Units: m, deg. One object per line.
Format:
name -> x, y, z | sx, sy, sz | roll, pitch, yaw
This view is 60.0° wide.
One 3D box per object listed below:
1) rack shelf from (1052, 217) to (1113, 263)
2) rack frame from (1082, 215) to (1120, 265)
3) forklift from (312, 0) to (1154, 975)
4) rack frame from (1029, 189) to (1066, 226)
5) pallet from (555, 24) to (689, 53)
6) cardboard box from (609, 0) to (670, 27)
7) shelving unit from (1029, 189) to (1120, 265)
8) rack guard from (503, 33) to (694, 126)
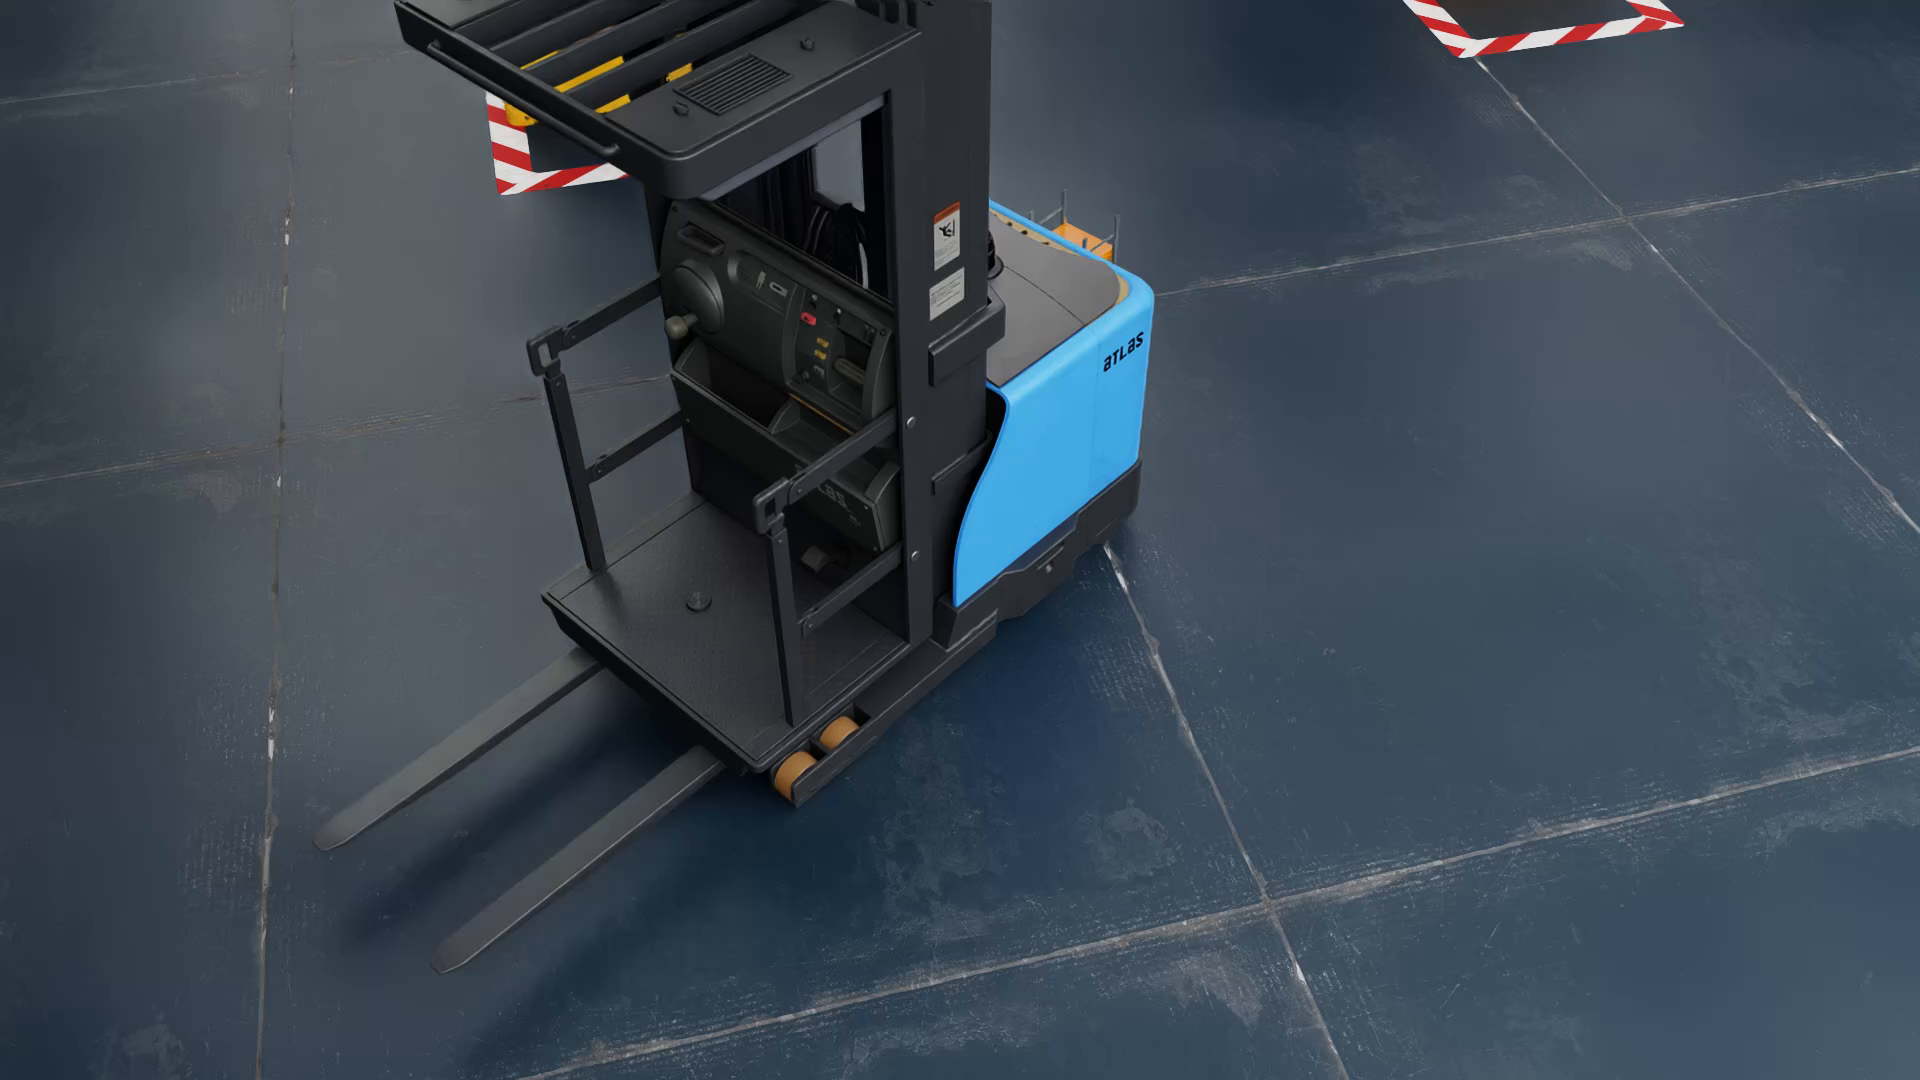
rack shelf -> 0.408, -0.984, 6.097 | 0.240, 0.259, 0.215 | 33, 54, 28
rack frame -> 0.499, -0.735, 6.235 | 0.008, 1.050, 0.200 | 33, 54, 28
forklift -> -0.696, -0.590, 4.776 | 1.130, 2.935, 3.031 | 33, 54, 28
rack frame -> 0.317, -0.851, 6.349 | 0.008, 1.050, 0.200 | 33, 54, 28
pallet -> -1.962, -2.882, 8.926 | 1.003, 0.211, 1.213 | -11, 47, -10
cardboard box -> -1.648, -2.933, 8.655 | 0.500, 0.250, 0.500 | -11, 47, -10
shelving unit -> 0.408, -0.793, 6.292 | 0.252, 1.050, 0.215 | 33, 54, 28
rack guard -> -1.719, -2.446, 8.297 | 1.175, 0.500, 0.348 | -11, 47, -10
